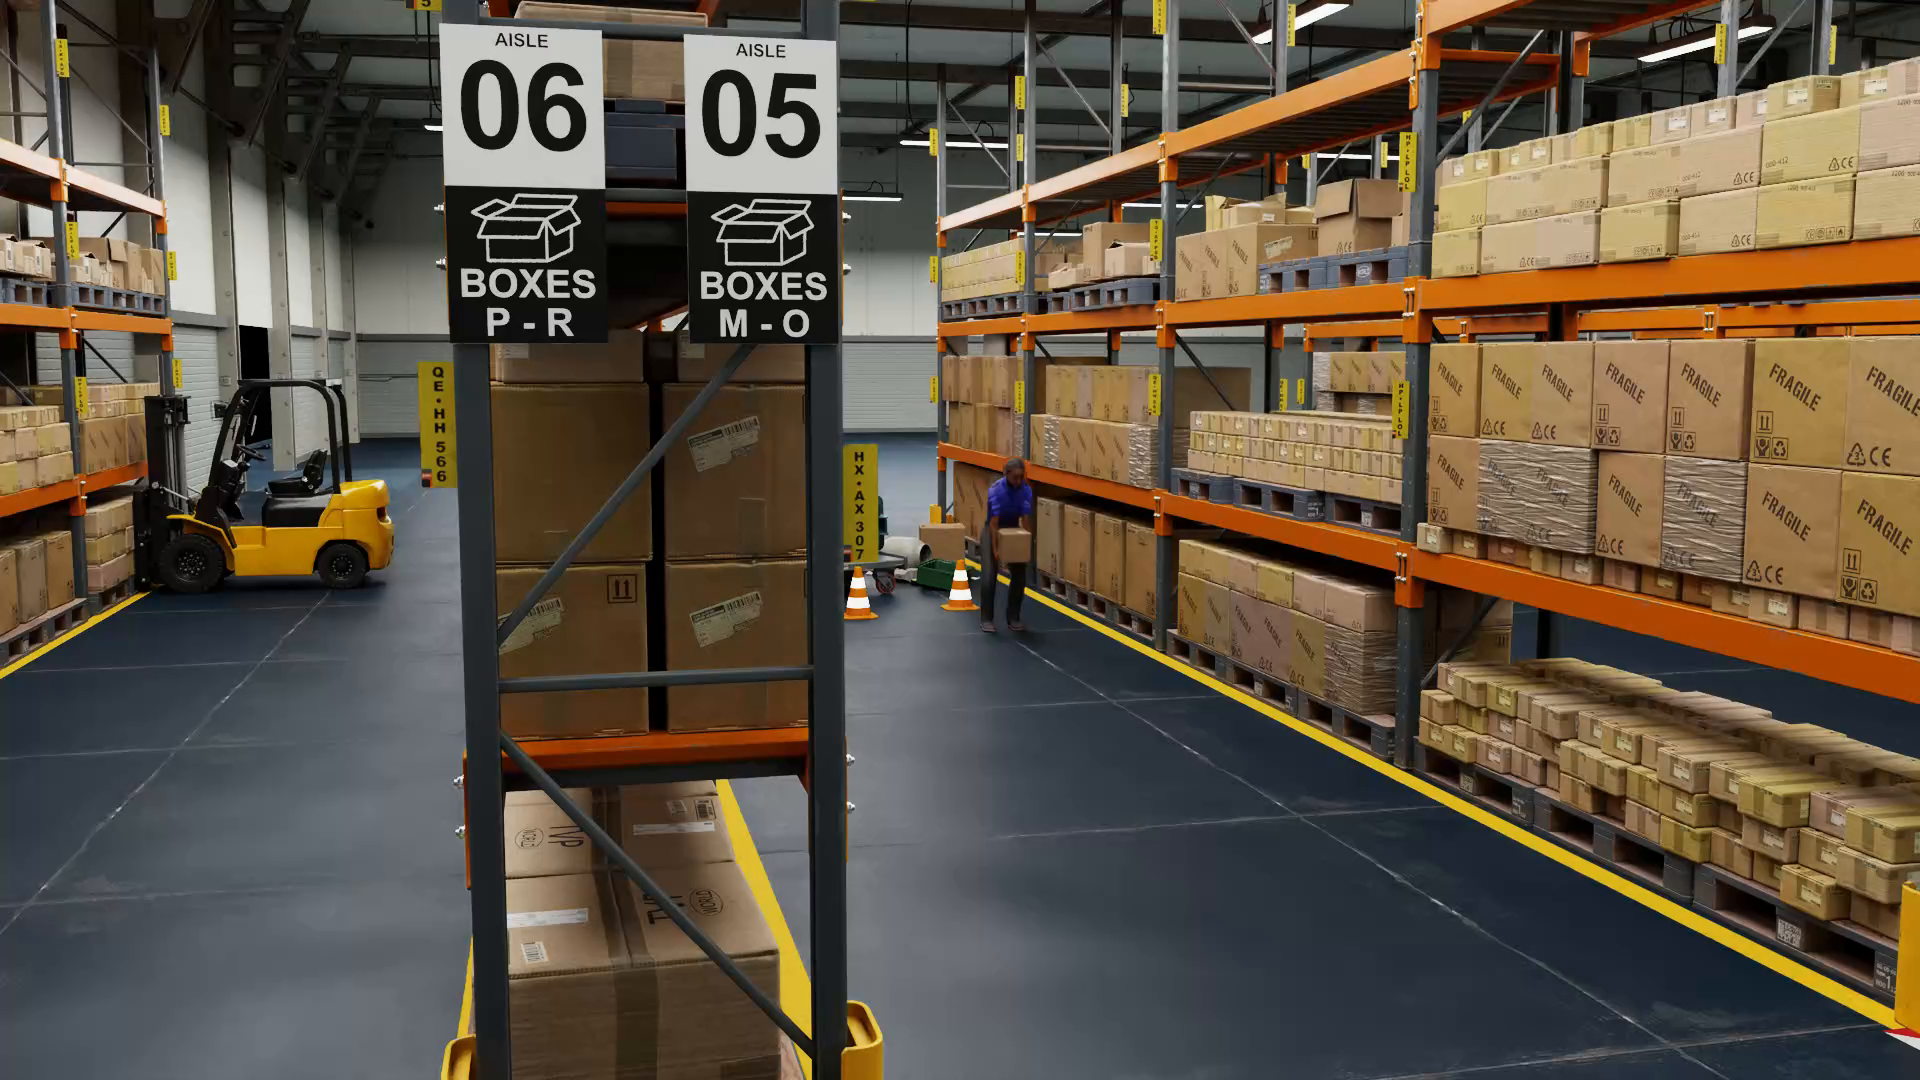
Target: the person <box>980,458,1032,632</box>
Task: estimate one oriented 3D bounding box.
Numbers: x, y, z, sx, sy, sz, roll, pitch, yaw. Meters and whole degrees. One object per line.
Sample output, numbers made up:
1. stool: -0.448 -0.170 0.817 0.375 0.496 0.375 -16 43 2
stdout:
1. person: 0.401 0.045 14.422 0.402 1.531 0.614 -2 6 -15
